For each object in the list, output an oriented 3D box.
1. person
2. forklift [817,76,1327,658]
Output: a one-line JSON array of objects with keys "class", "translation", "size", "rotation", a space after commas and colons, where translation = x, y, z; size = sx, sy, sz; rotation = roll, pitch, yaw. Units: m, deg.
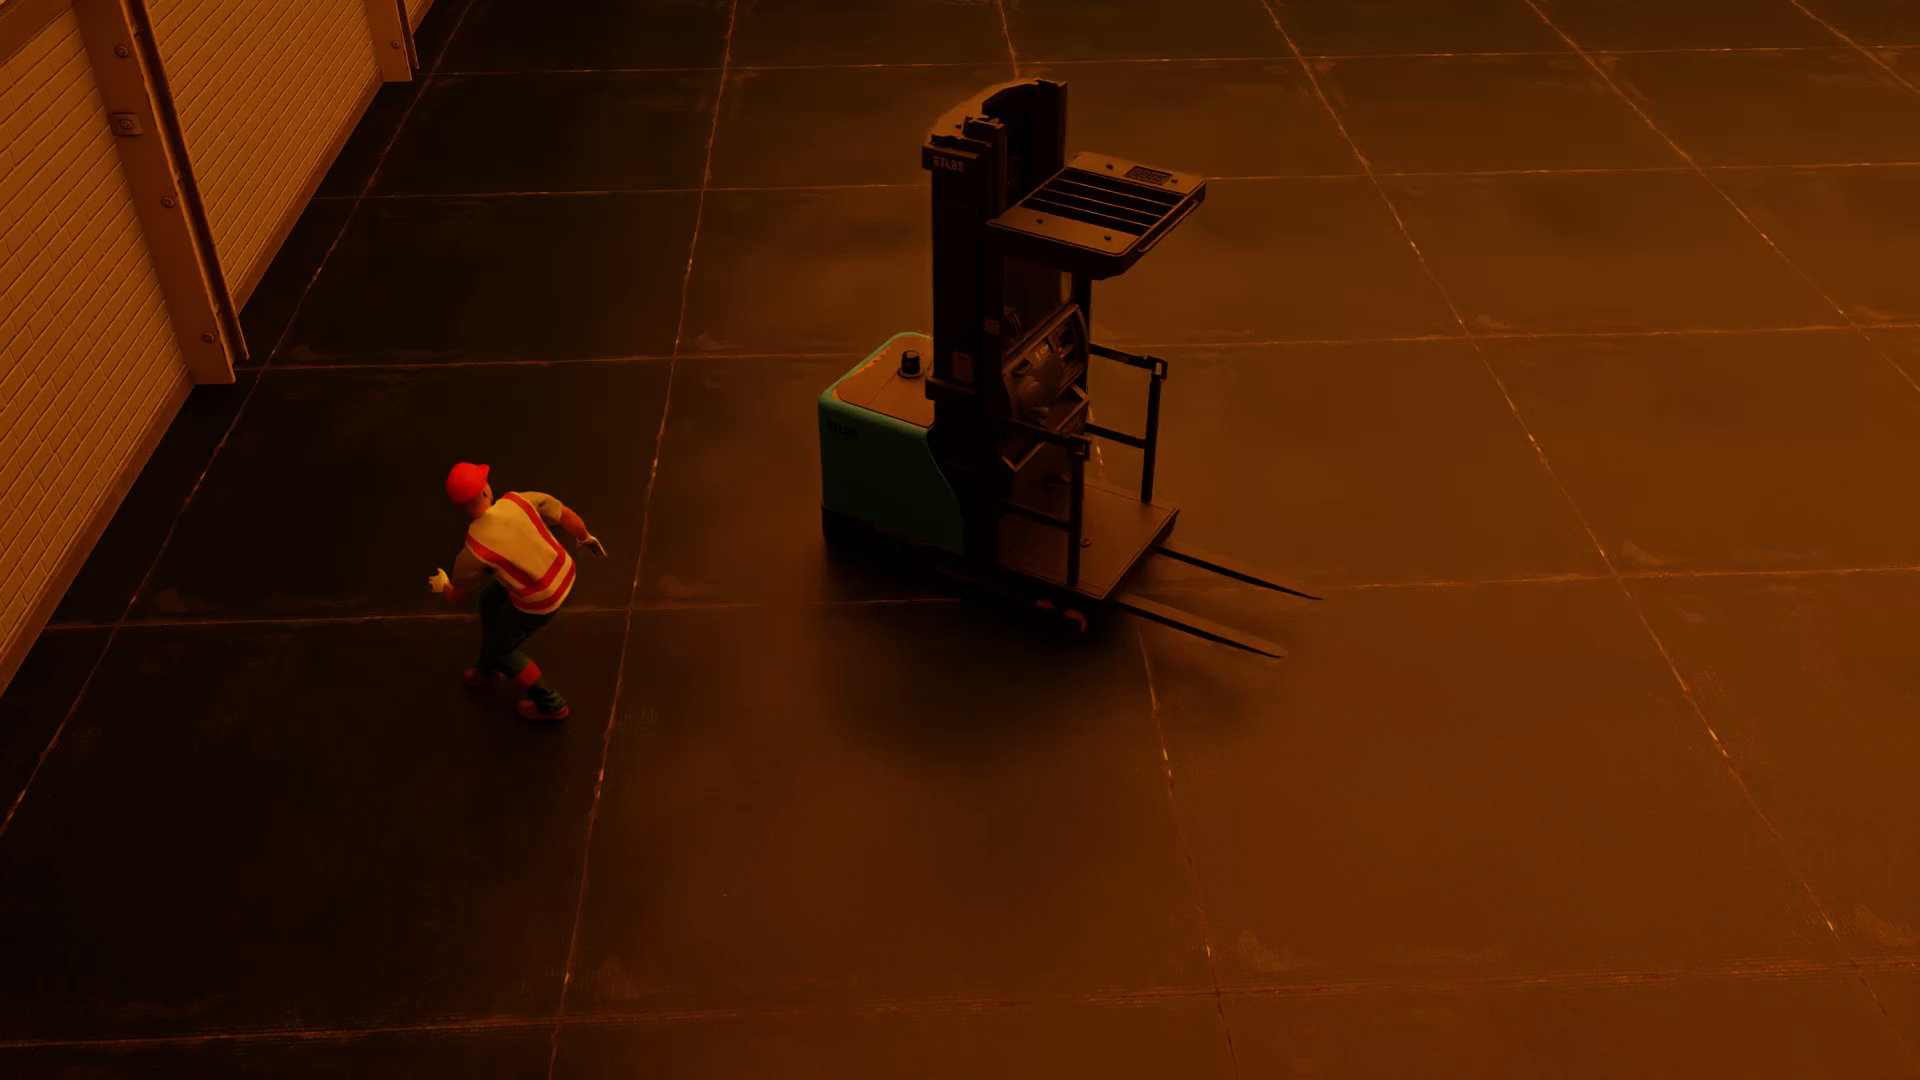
[{"class": "person", "translation": [-2.416, 0.200, 8.899], "size": [0.811, 1.587, 0.779], "rotation": [12, 38, 16]}, {"class": "forklift", "translation": [0.666, -0.971, 9.344], "size": [3.031, 2.935, 1.130], "rotation": [19, 40, 24]}]
